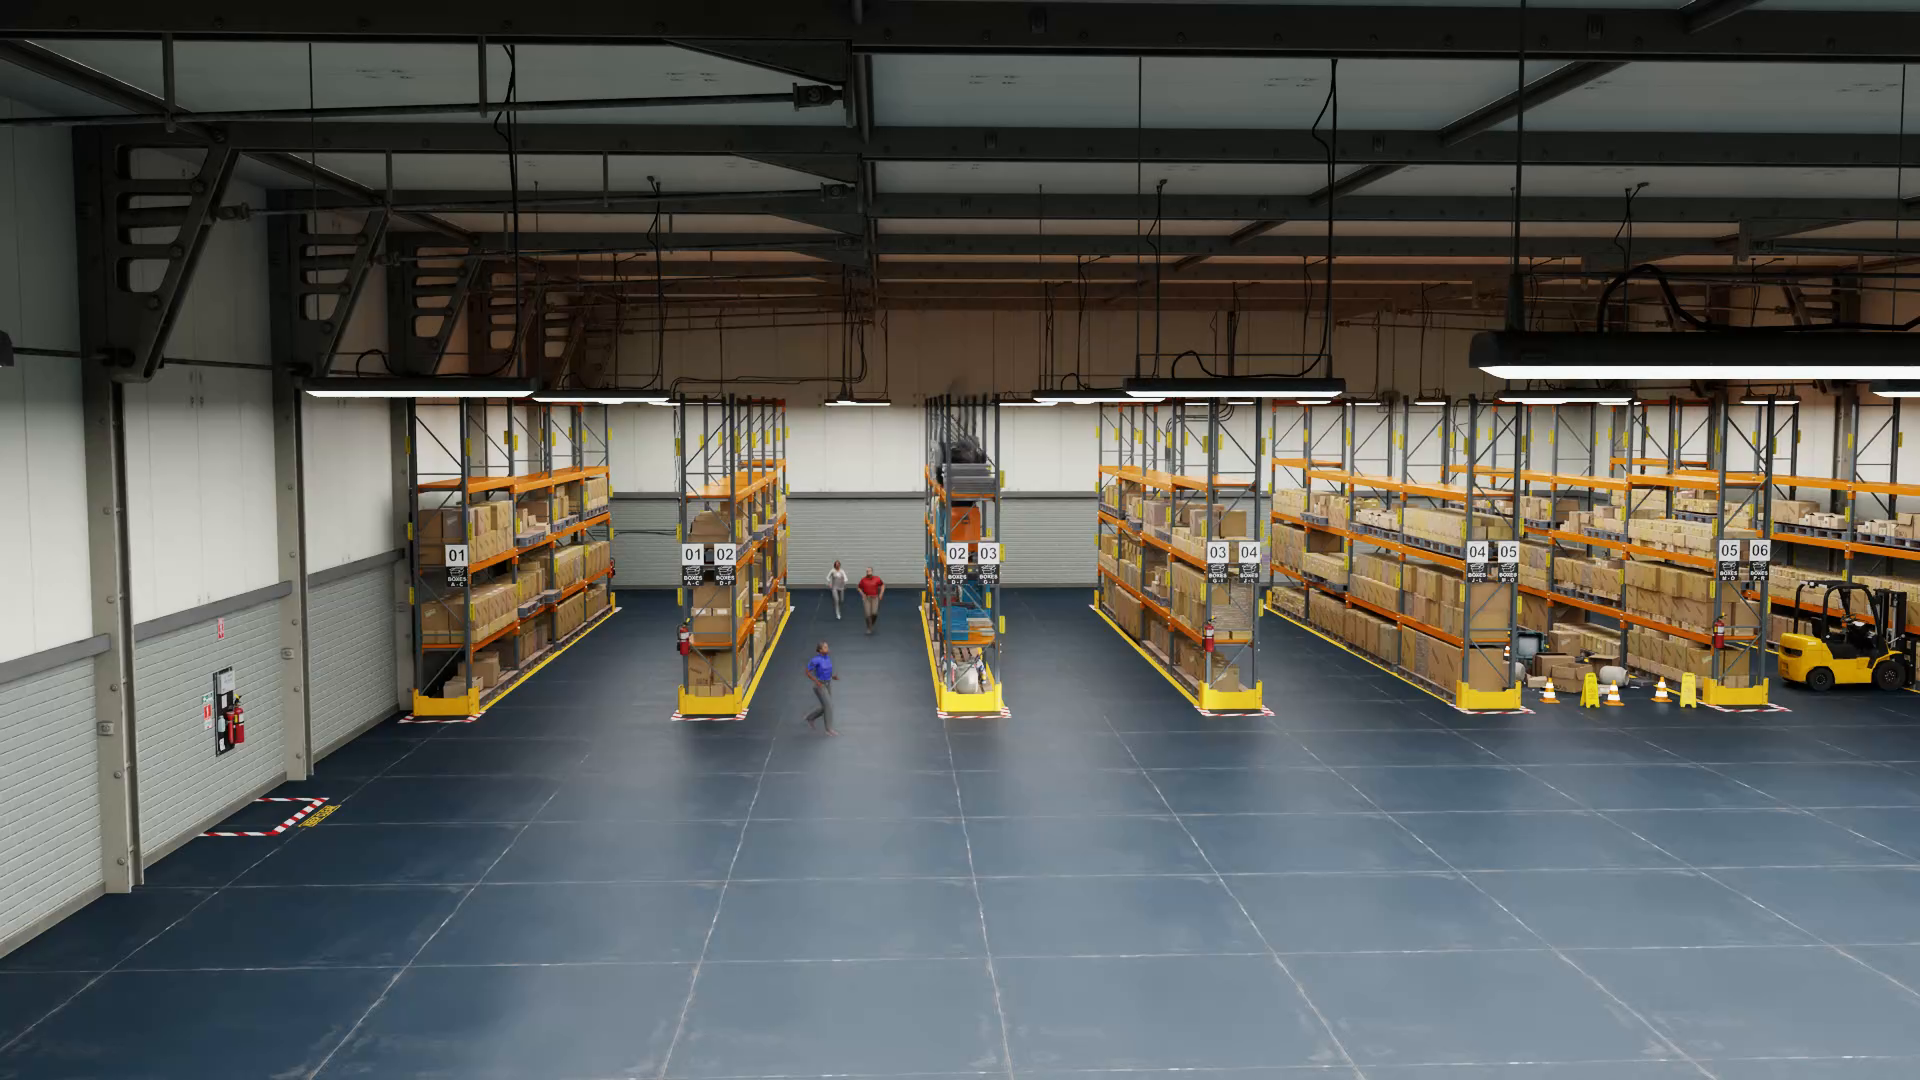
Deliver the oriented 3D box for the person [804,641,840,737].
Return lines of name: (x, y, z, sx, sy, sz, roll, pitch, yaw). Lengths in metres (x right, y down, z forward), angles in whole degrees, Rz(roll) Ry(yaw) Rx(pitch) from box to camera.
person: (-2.434, 2.603, 29.156, 0.752, 1.661, 0.582, 2, 5, 26)

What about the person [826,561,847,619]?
person: (-3.351, 1.349, 45.414, 0.548, 1.565, 0.813, -1, 5, -15)

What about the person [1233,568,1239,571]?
person: (7.716, 1.177, 46.462, 0.733, 1.755, 0.983, 0, 5, 2)

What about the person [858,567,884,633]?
person: (-2.273, 1.539, 42.315, 0.667, 1.687, 0.567, 0, 5, 1)
